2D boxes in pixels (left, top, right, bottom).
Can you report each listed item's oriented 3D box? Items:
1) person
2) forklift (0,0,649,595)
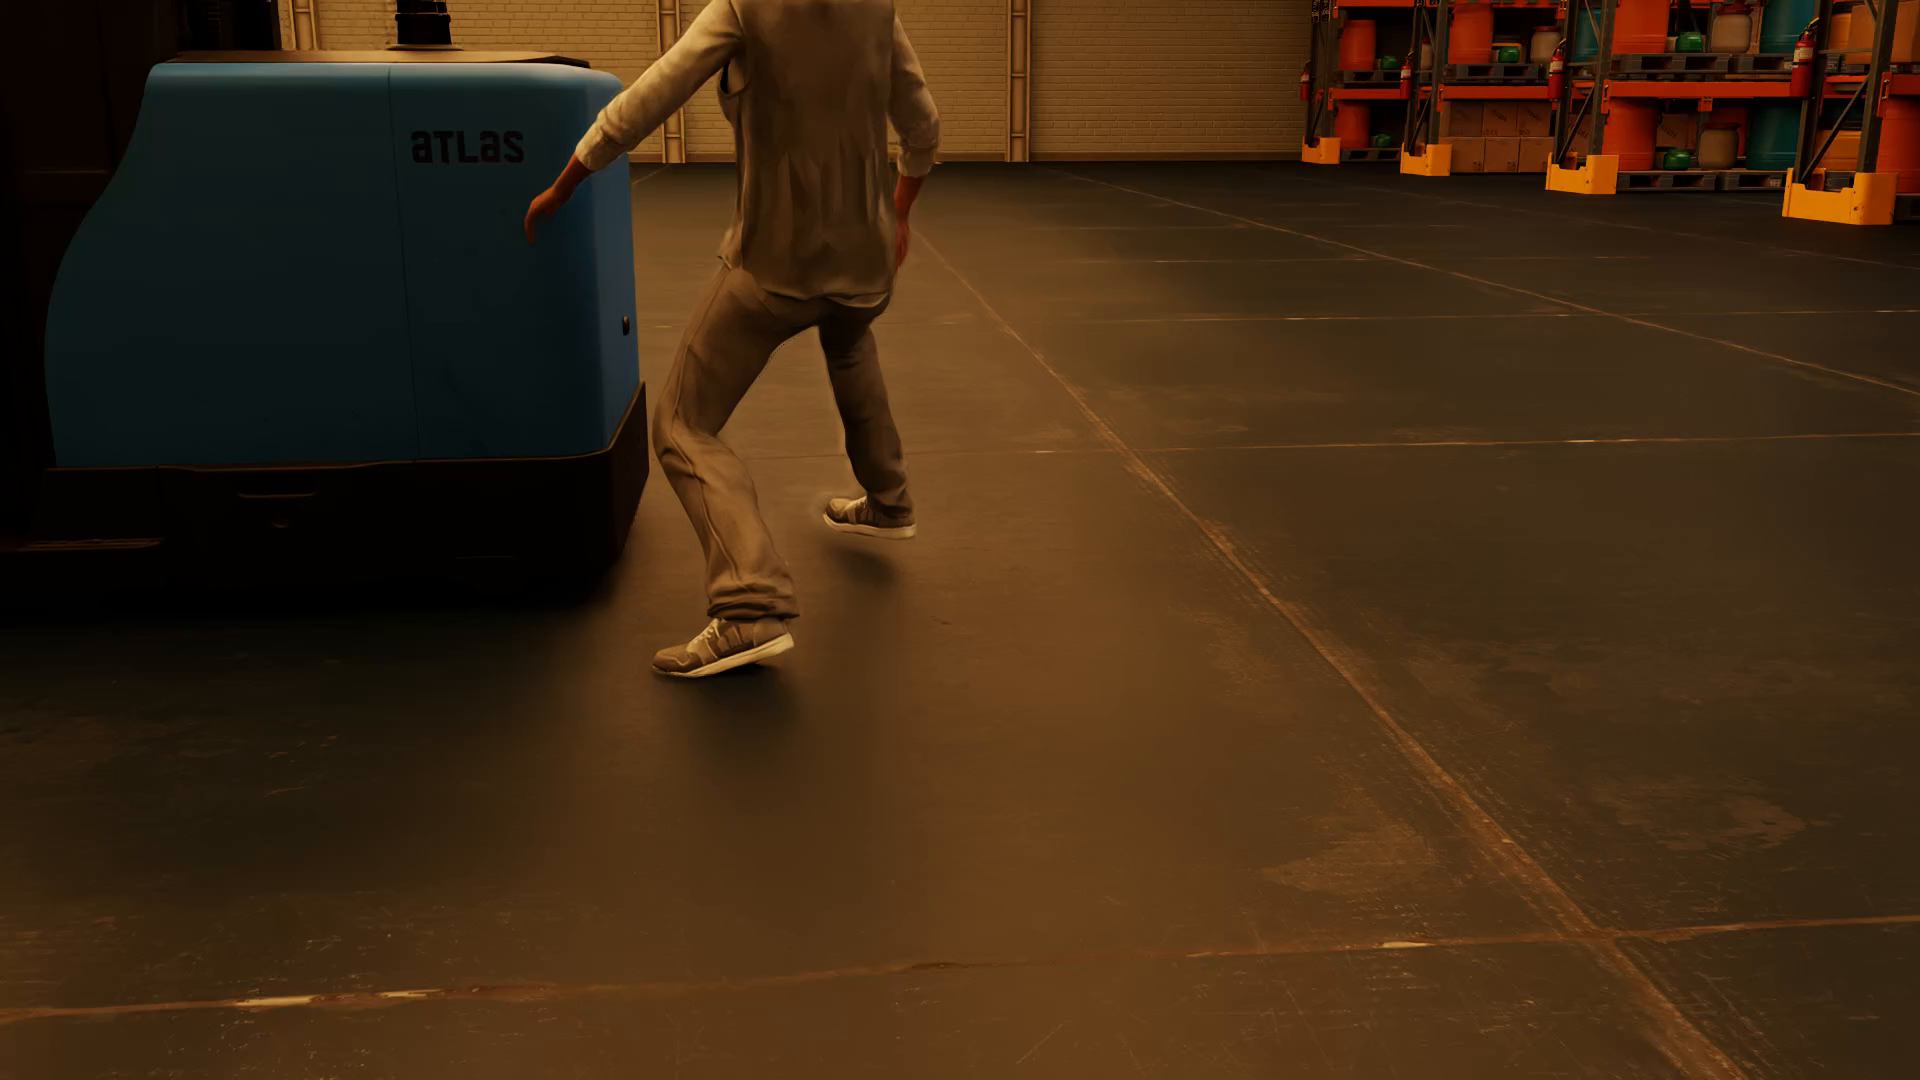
[{"bbox_3d":[-0.350,-0.446,3.273,0.792,1.245,0.730,-10,18,-33],"label":"person"},{"bbox_3d":[-2.269,-1.375,3.402,3.031,2.935,1.130,-2,15,-6],"label":"forklift"}]
